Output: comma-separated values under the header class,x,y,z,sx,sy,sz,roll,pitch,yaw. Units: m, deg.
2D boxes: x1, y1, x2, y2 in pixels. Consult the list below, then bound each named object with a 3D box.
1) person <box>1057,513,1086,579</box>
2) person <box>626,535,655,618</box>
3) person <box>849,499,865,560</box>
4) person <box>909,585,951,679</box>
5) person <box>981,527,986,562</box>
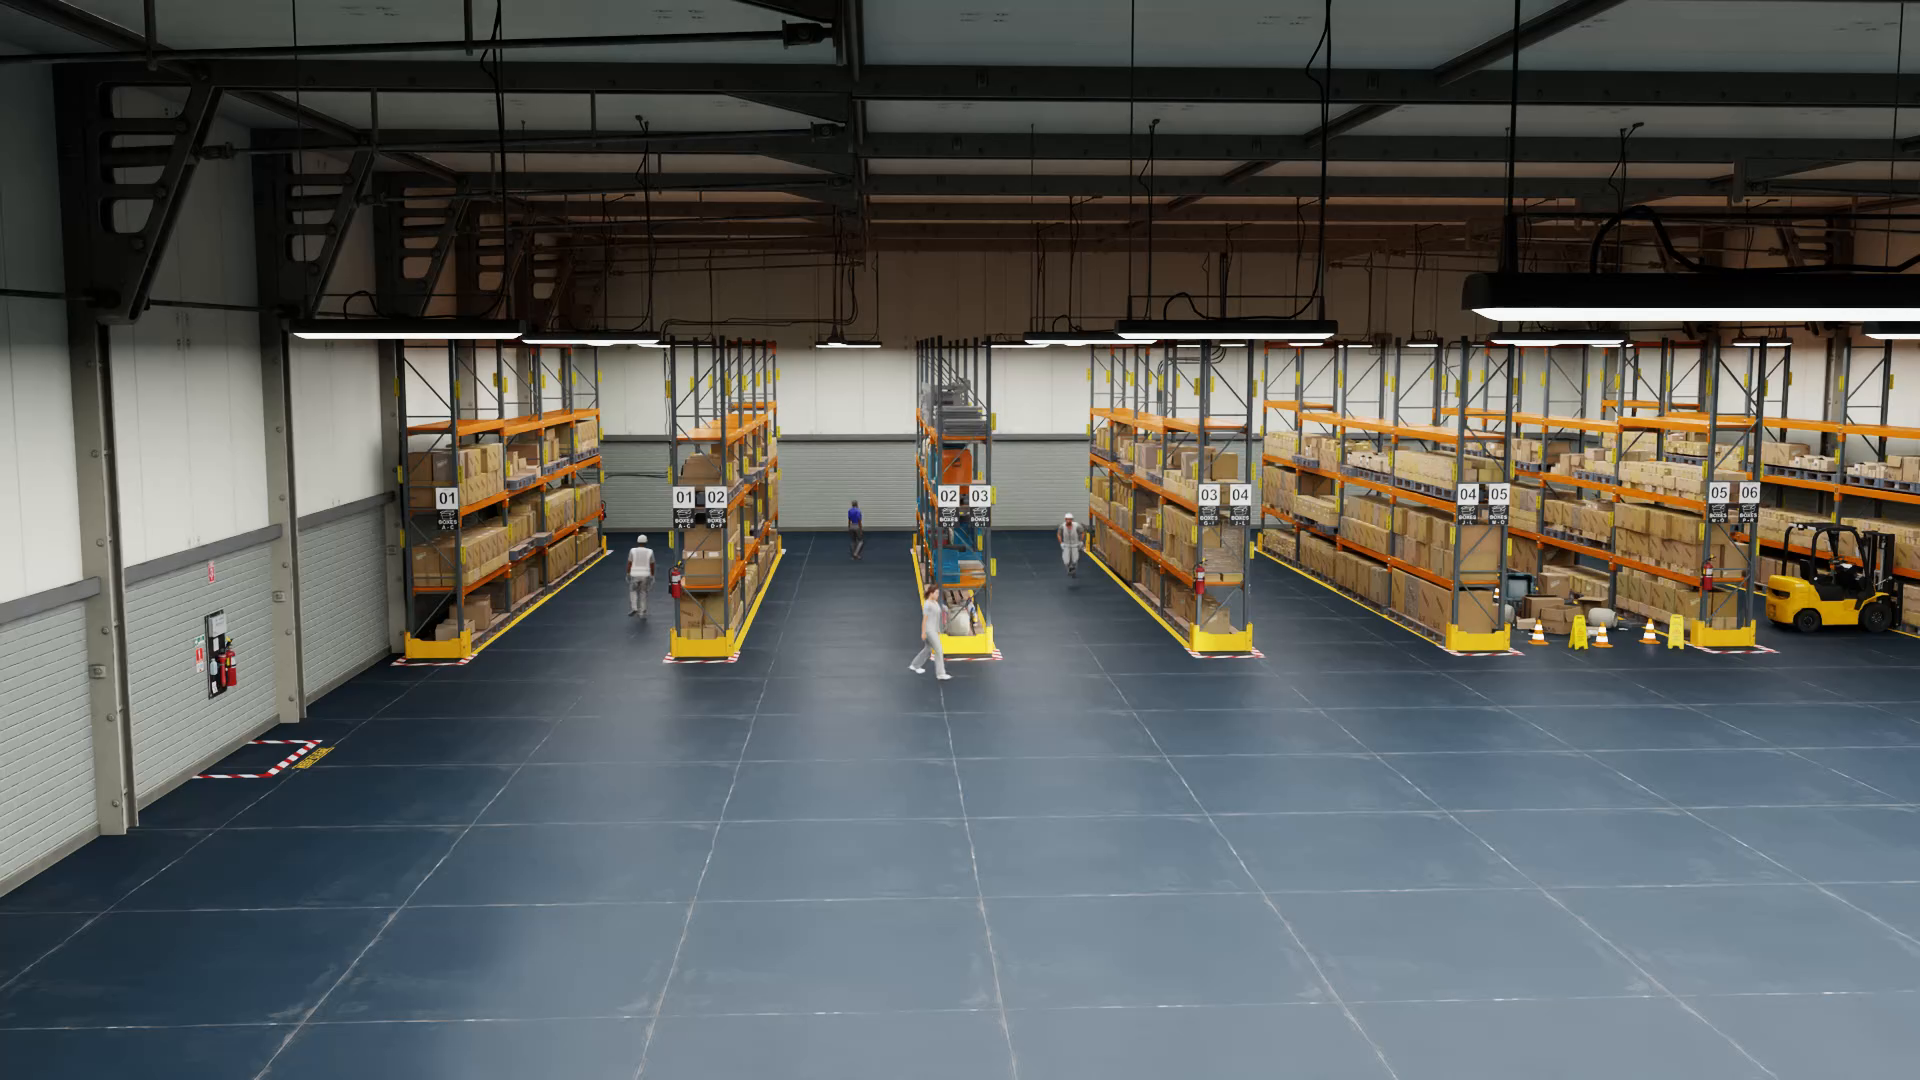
class,x,y,z,sx,sy,sz,roll,pitch,yaw
person,2.701,0.147,40.351,0.695,1.648,0.667,1,7,5
person,-6.843,0.782,35.650,0.605,1.782,0.457,-1,7,-6
person,-2.875,-0.271,45.623,0.517,1.646,0.426,5,8,38
person,-0.524,1.594,29.226,0.882,1.640,0.454,2,7,18
person,0.523,-0.187,45.071,0.429,1.556,0.899,-2,7,-19
